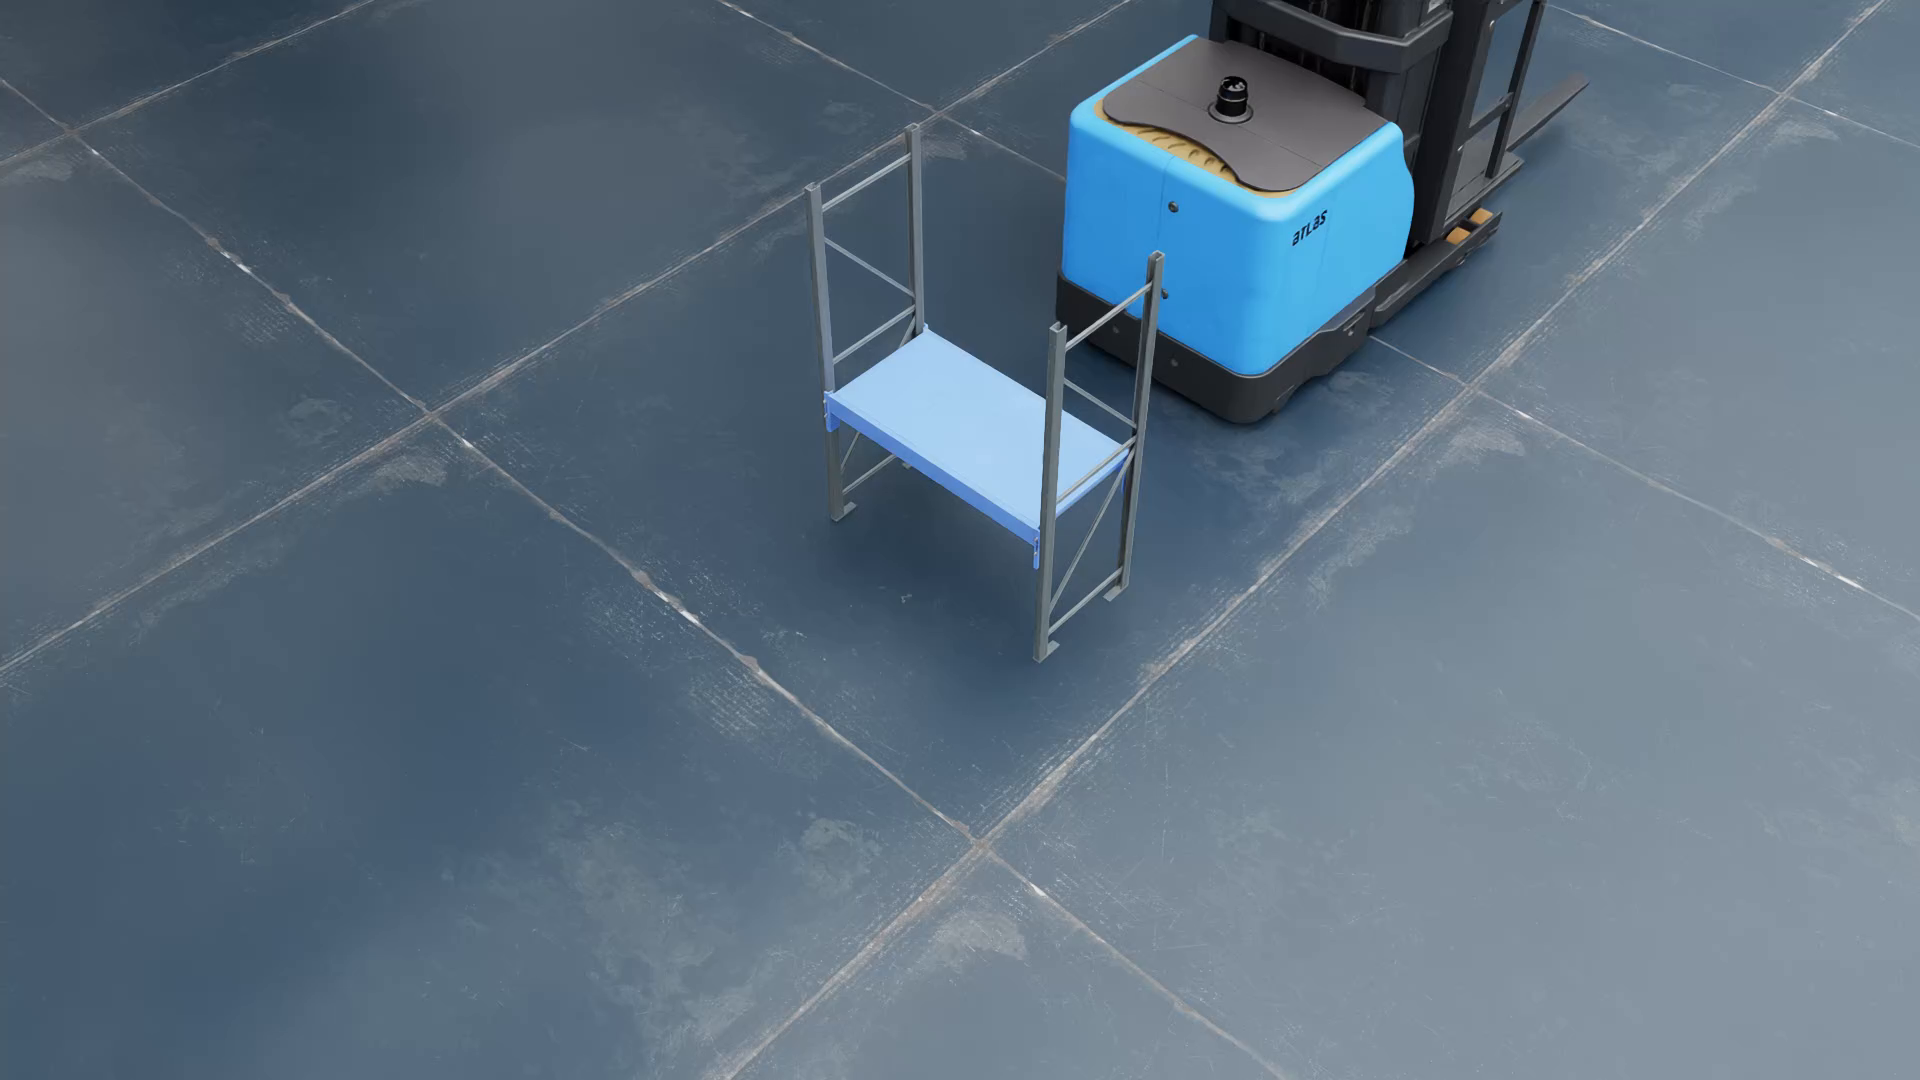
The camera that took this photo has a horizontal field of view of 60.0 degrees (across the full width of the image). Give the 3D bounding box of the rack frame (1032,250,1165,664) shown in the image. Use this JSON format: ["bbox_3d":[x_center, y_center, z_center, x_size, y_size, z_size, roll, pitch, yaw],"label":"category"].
[{"bbox_3d":[0.436,-0.220,5.428,0.032,1.500,0.500,34,55,28],"label":"rack frame"}]

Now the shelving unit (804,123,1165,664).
[{"bbox_3d":[0.063,-0.471,5.664,1.048,1.500,0.538,34,55,28],"label":"shelving unit"}]

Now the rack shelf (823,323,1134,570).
[{"bbox_3d":[0.063,-0.348,5.795,1.000,0.185,0.538,34,55,28],"label":"rack shelf"}]

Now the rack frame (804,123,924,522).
[{"bbox_3d":[-0.311,-0.723,5.900,0.032,1.500,0.500,34,55,28],"label":"rack frame"}]

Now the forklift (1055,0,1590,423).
[{"bbox_3d":[1.776,-2.451,6.541,1.130,2.935,3.031,34,56,28],"label":"forklift"}]
